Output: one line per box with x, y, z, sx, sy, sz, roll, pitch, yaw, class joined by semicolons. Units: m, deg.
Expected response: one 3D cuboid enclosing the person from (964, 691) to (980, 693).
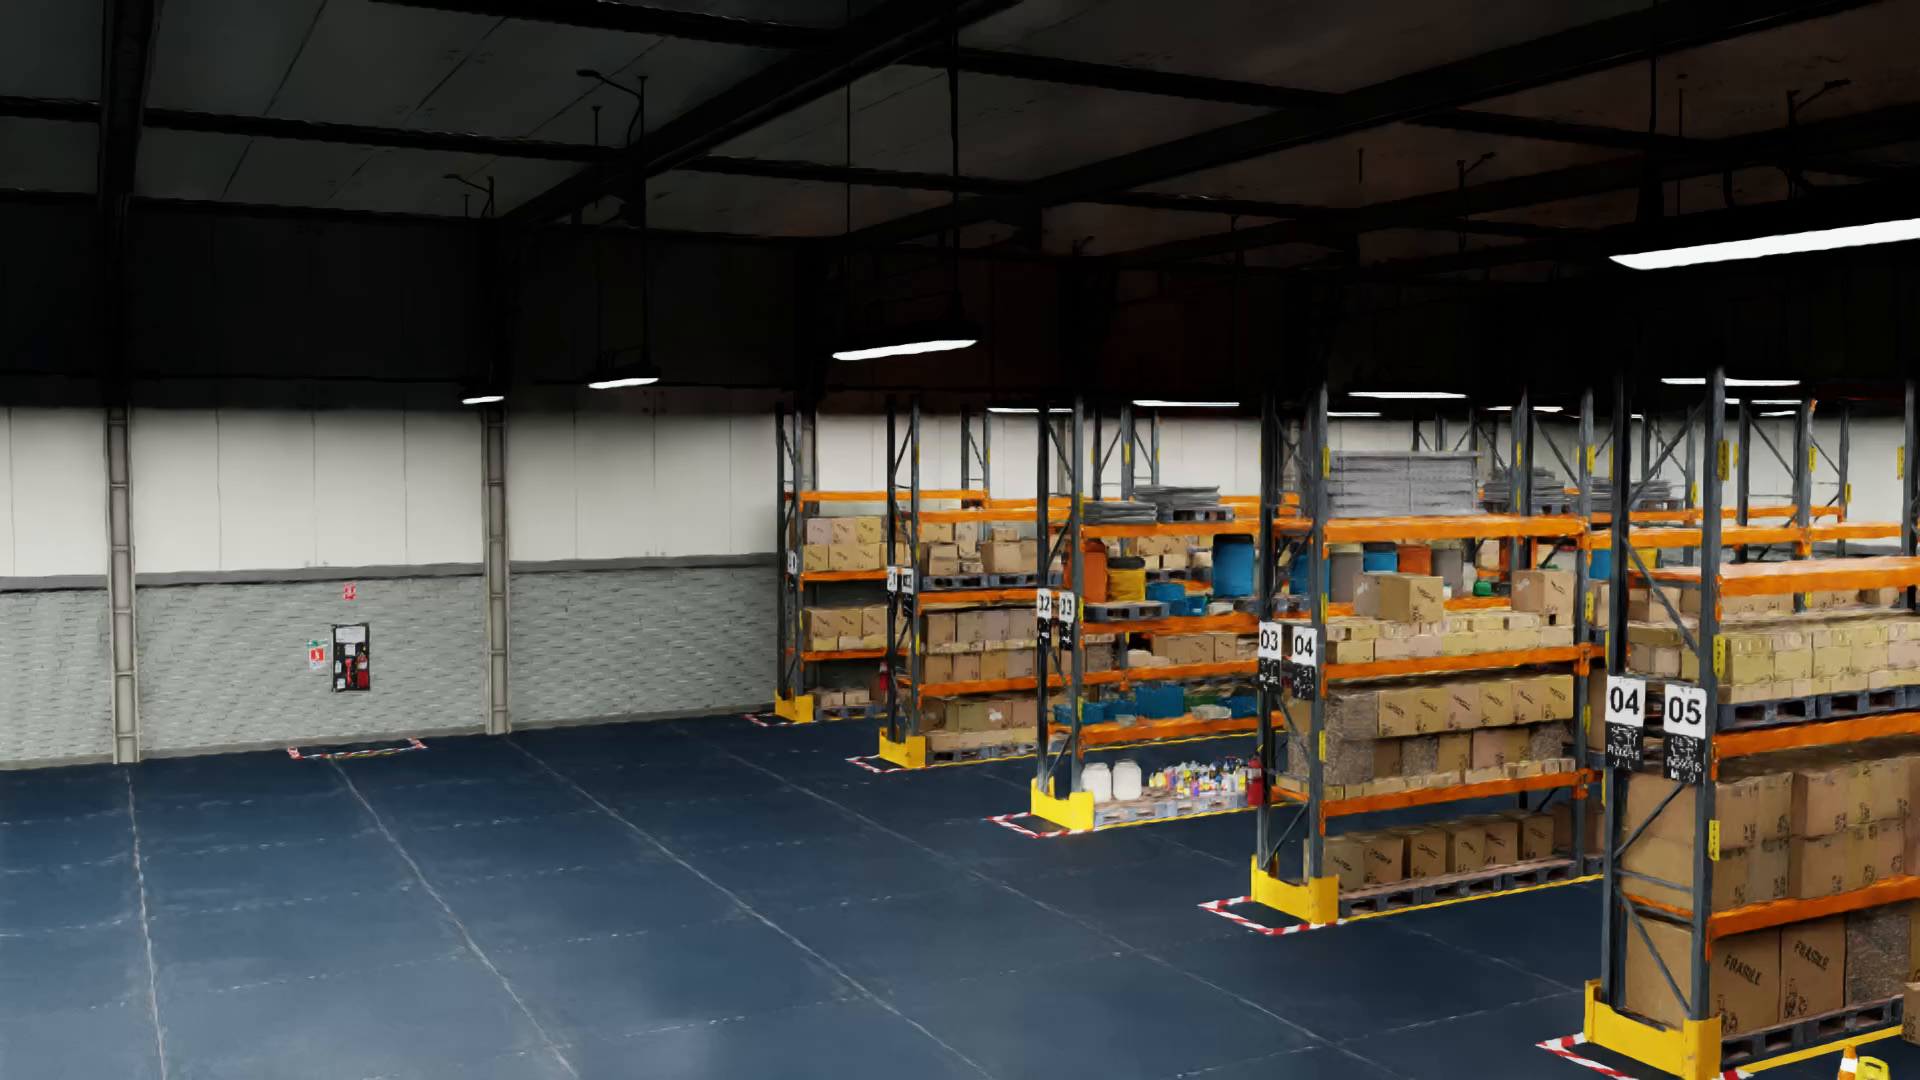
0.262;2.651;29.830;0.996;1.613;0.502;-2;4;-28;person
